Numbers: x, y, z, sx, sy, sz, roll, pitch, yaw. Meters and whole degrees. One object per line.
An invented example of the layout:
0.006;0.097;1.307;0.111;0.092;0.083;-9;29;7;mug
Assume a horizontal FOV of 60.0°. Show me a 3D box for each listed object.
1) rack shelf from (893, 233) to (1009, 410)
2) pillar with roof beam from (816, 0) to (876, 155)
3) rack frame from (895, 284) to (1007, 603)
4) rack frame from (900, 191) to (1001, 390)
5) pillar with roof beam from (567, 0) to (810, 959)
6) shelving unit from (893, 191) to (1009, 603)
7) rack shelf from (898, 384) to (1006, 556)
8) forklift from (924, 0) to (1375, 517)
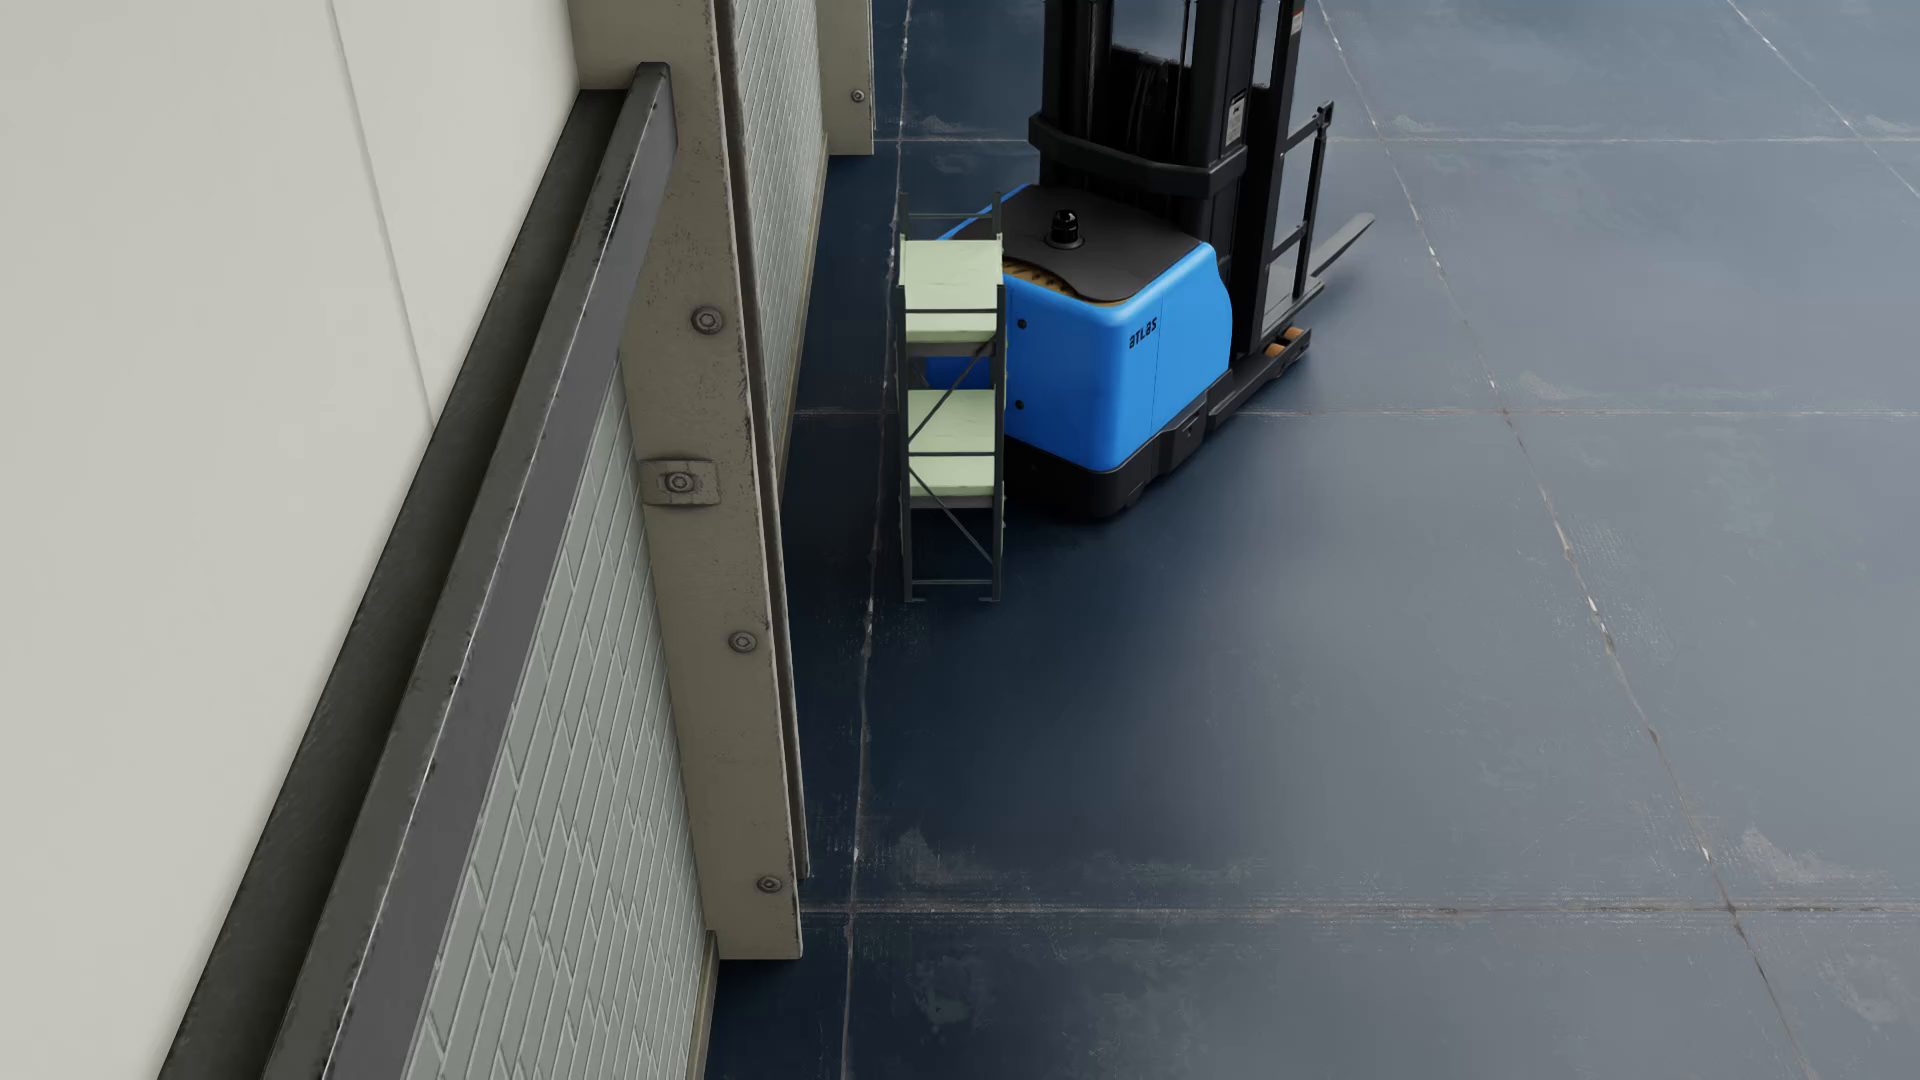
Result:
-0.035;-0.864;6.504;0.431;0.370;0.720;0;39;0;rack shelf
3.617;-6.002;7.543;9.100;9.000;0.400;0;39;0;pillar with roof beam
-0.032;-0.330;6.463;0.400;1.500;0.023;0;39;0;rack frame
-0.038;-0.788;7.034;0.400;1.500;0.023;0;39;0;rack frame
3.624;-2.249;2.861;9.100;9.000;0.400;0;39;0;pillar with roof beam
-0.035;-0.559;6.748;0.431;1.500;0.755;0;39;0;shelving unit
-0.035;-0.305;6.952;0.431;0.370;0.720;0;39;0;rack shelf
1.108;-2.116;7.546;1.130;2.935;3.031;25;45;28;forklift
